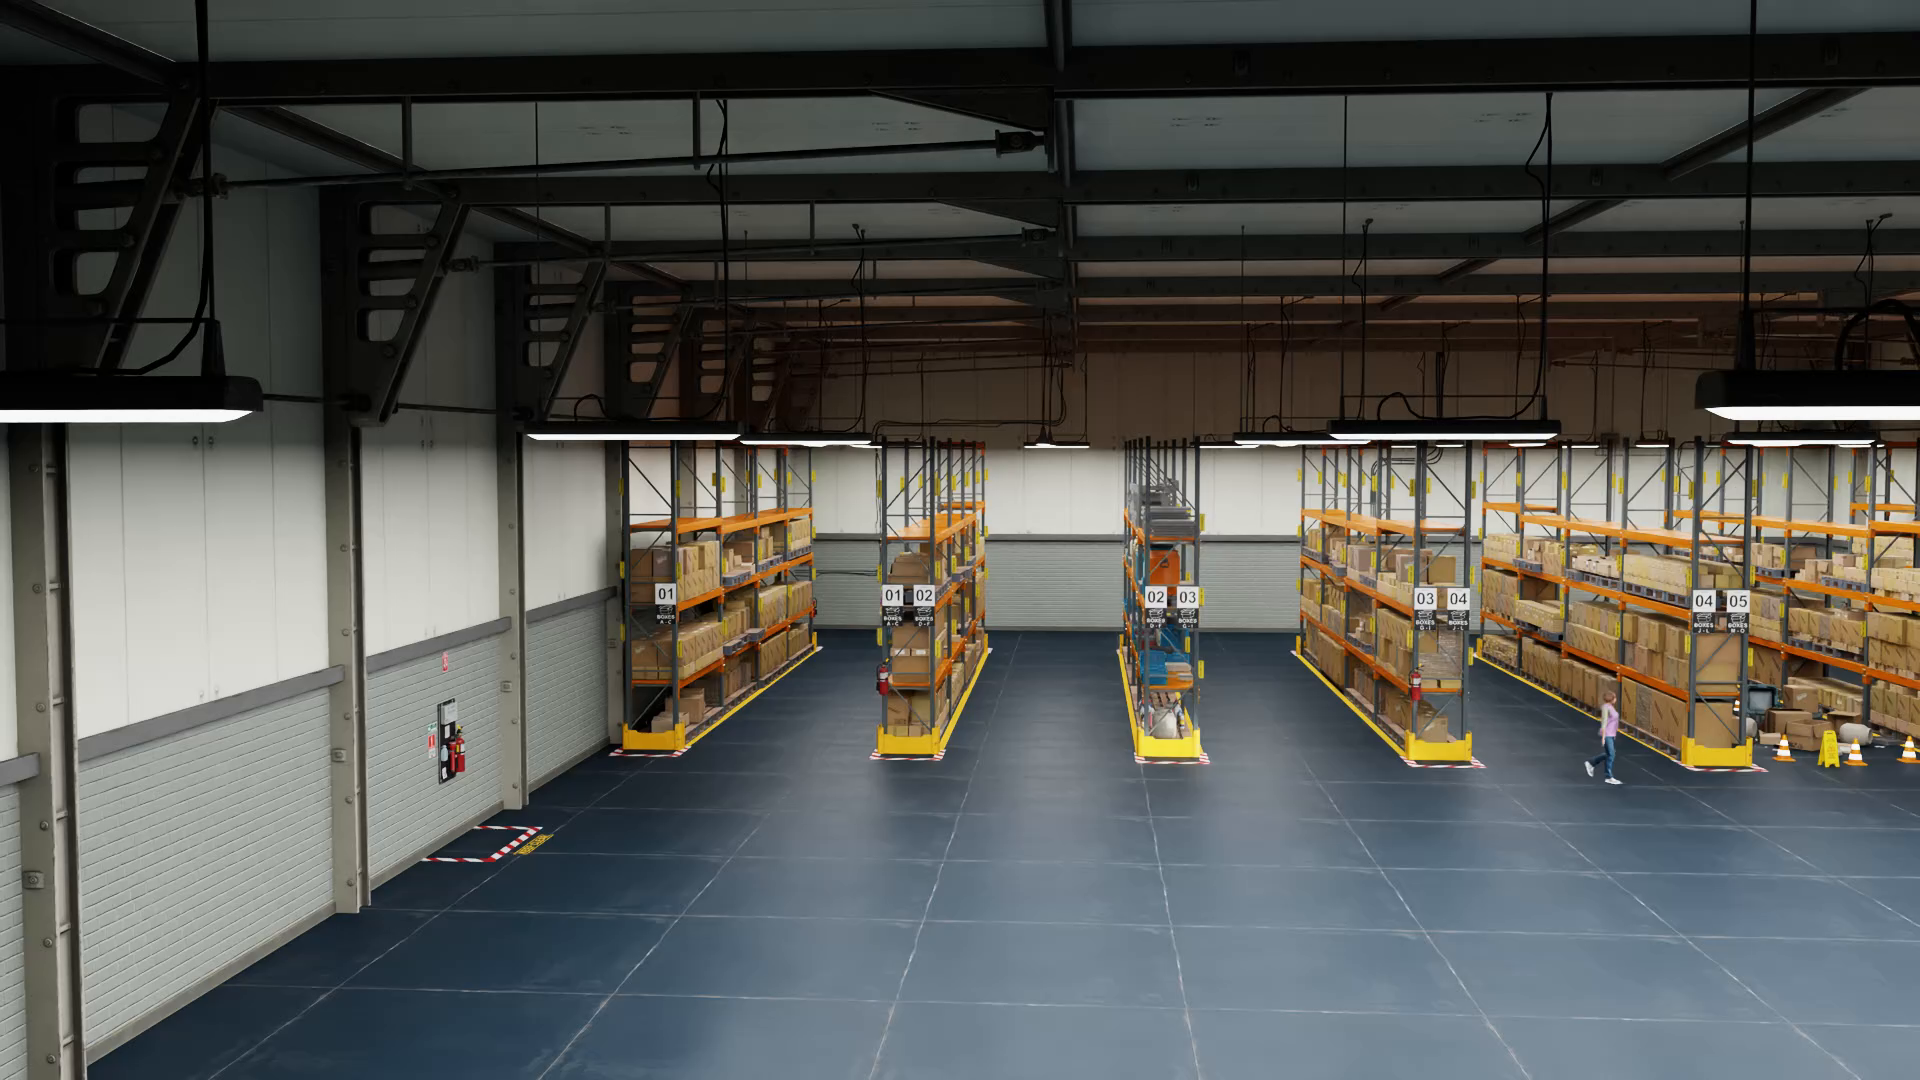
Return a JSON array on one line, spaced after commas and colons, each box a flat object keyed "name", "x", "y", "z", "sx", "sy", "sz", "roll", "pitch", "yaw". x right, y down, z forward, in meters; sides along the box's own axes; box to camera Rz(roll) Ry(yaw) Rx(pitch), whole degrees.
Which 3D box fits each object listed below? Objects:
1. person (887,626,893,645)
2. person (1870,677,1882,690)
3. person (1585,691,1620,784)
[{"name": "person", "x": -1.972, "y": 2.200, "z": 49.114, "sx": 0.448, "sy": 1.767, "sz": 0.613, "roll": 0, "pitch": 3, "yaw": 7}, {"name": "person", "x": 21.399, "y": 2.876, "z": 38.905, "sx": 0.502, "sy": 1.546, "sz": 0.698, "roll": 0, "pitch": 3, "yaw": 5}, {"name": "person", "x": 11.123, "y": 3.391, "z": 28.719, "sx": 0.623, "sy": 1.574, "sz": 0.430, "roll": 2, "pitch": 4, "yaw": 31}]
